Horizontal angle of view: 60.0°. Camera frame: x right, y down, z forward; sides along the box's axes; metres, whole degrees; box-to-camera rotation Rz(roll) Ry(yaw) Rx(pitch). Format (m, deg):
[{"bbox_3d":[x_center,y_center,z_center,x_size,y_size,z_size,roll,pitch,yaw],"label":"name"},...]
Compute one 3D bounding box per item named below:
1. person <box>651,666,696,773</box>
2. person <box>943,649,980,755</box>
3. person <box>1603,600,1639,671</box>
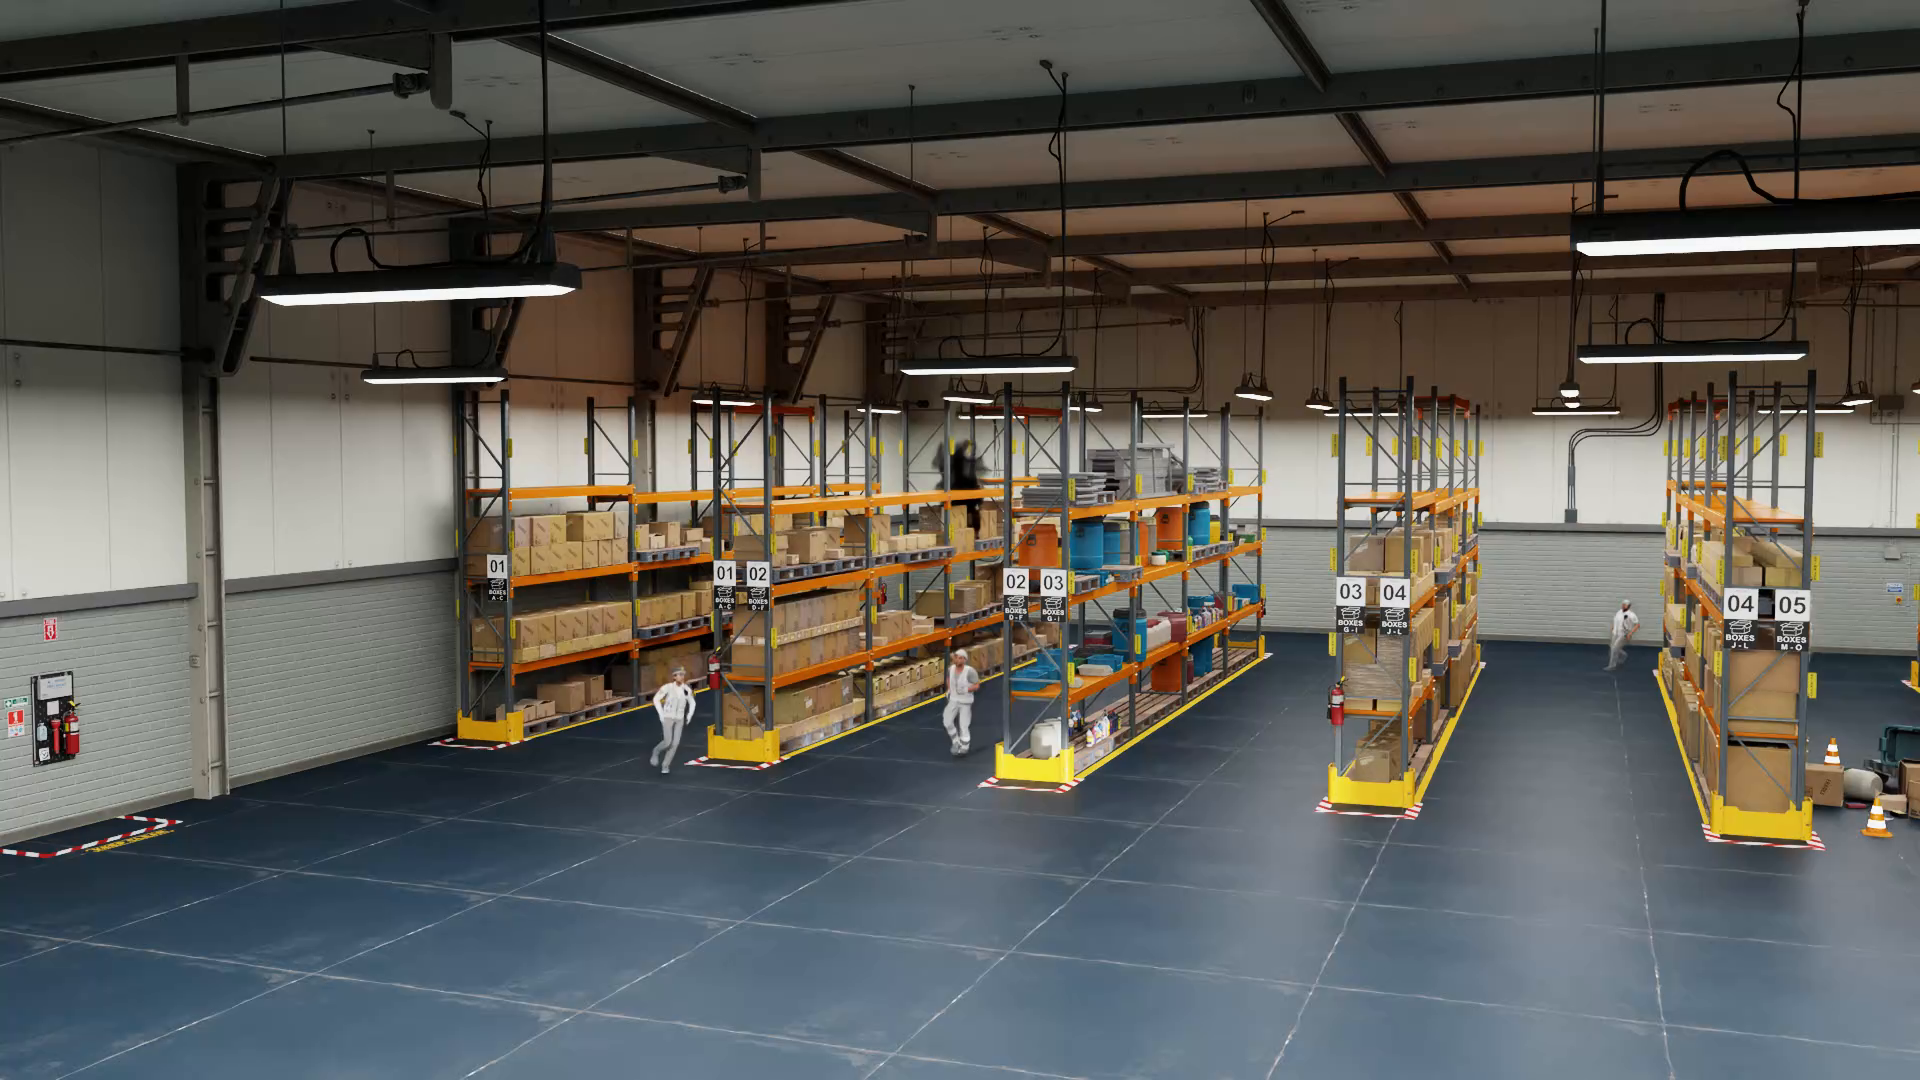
[{"bbox_3d":[-4.428,2.767,25.821,0.672,1.636,0.530,-2,4,-30],"label":"person"},{"bbox_3d":[0.003,2.629,26.891,0.650,1.736,0.686,1,3,23],"label":"person"},{"bbox_3d":[14.926,2.142,37.412,0.740,1.611,0.660,-2,4,-27],"label":"person"}]
